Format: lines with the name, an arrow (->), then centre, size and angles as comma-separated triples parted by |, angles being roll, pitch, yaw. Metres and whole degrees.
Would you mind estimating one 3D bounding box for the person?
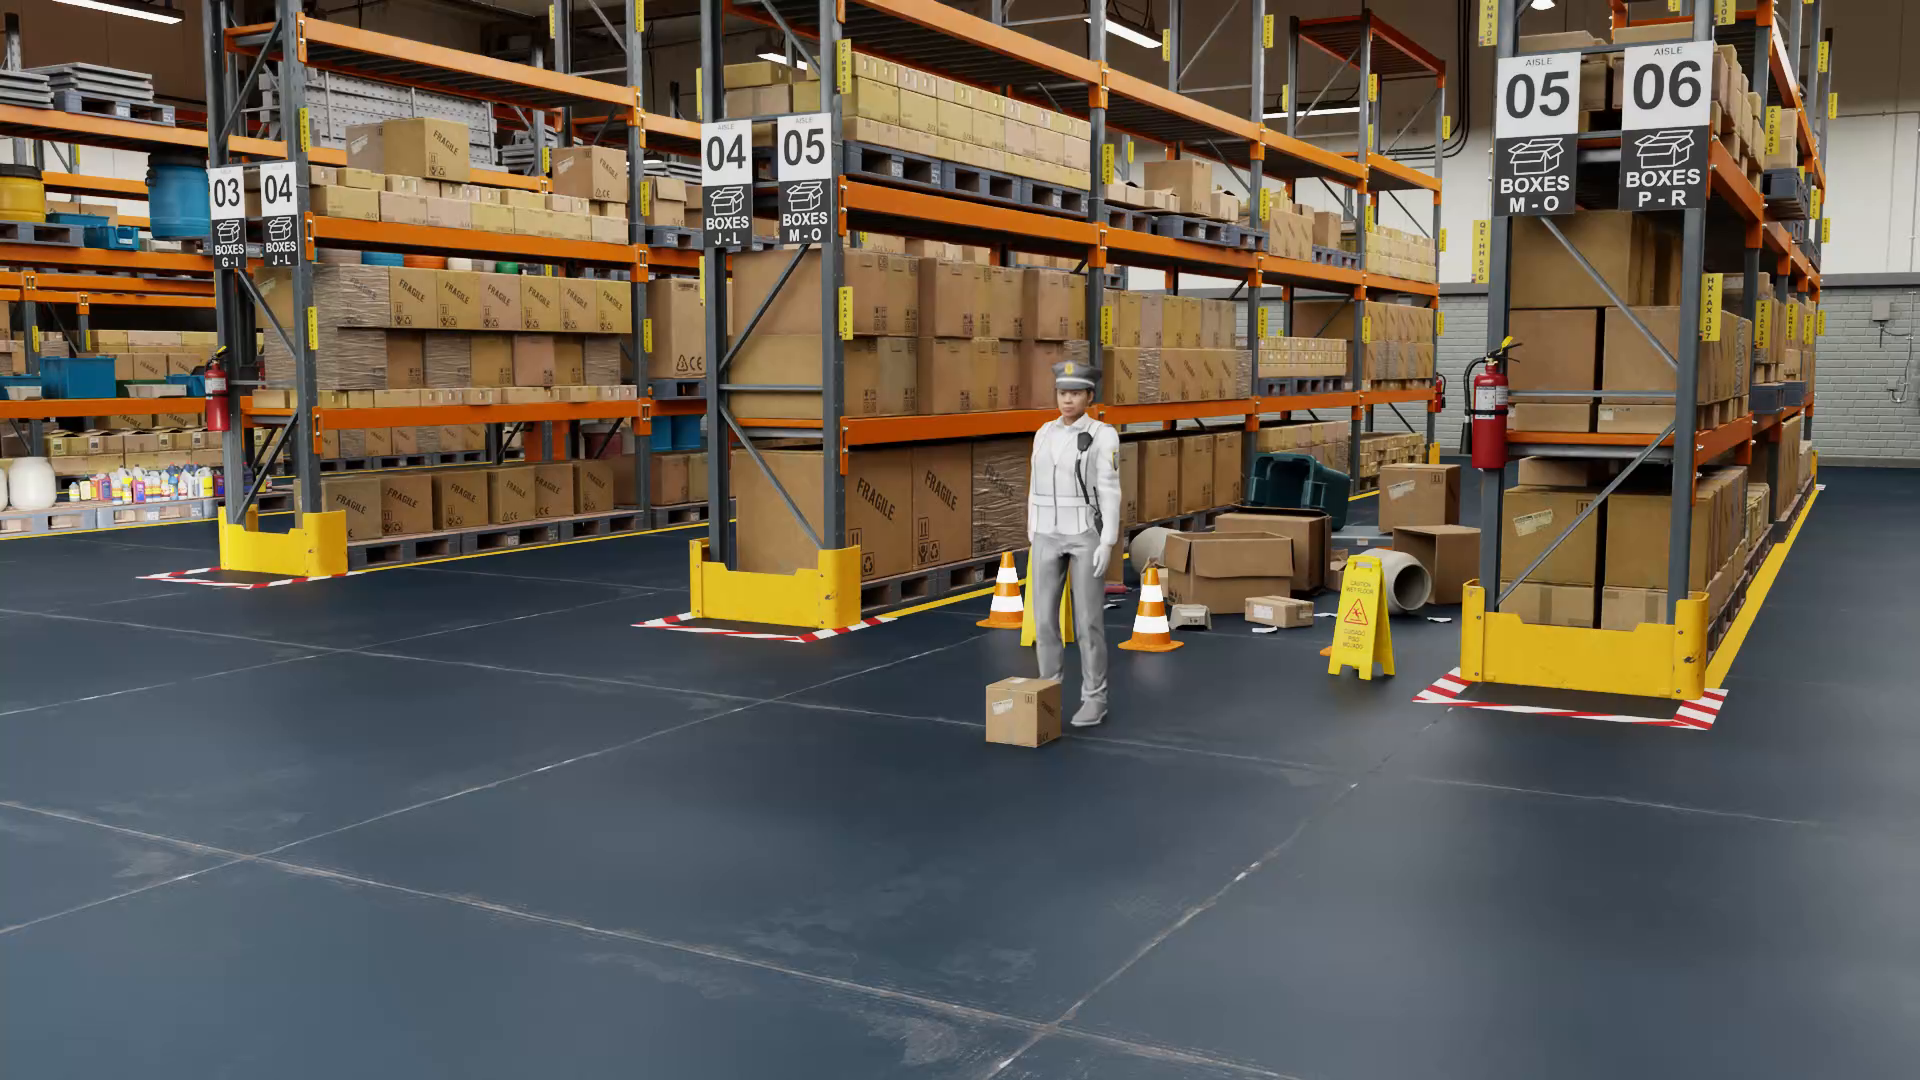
person -> 0.515, 0.013, 7.703 | 0.466, 1.680, 0.338 | 3, 7, 30
